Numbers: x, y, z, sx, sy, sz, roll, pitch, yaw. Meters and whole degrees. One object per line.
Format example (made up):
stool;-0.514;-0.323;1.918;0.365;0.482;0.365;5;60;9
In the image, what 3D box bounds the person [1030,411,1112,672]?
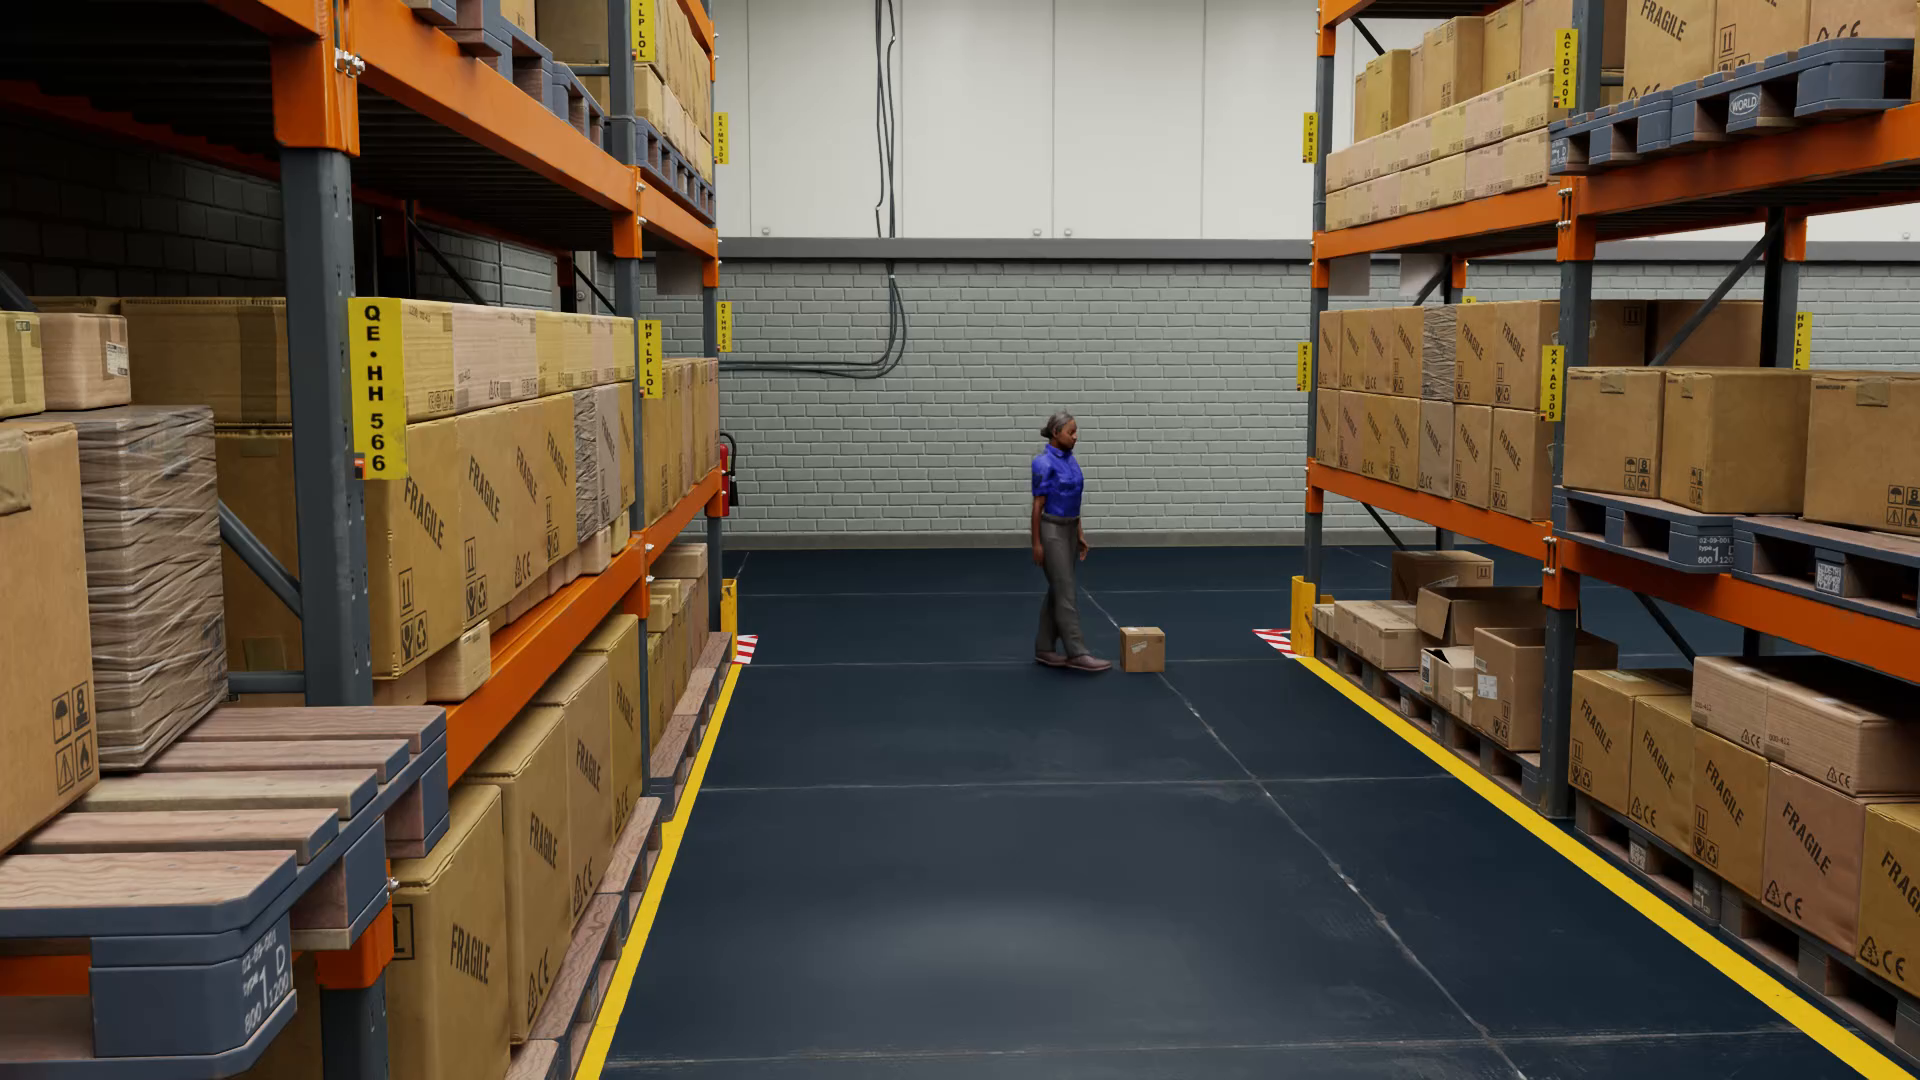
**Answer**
person;0.749;0.004;10.669;0.630;1.649;0.437;4;8;31
